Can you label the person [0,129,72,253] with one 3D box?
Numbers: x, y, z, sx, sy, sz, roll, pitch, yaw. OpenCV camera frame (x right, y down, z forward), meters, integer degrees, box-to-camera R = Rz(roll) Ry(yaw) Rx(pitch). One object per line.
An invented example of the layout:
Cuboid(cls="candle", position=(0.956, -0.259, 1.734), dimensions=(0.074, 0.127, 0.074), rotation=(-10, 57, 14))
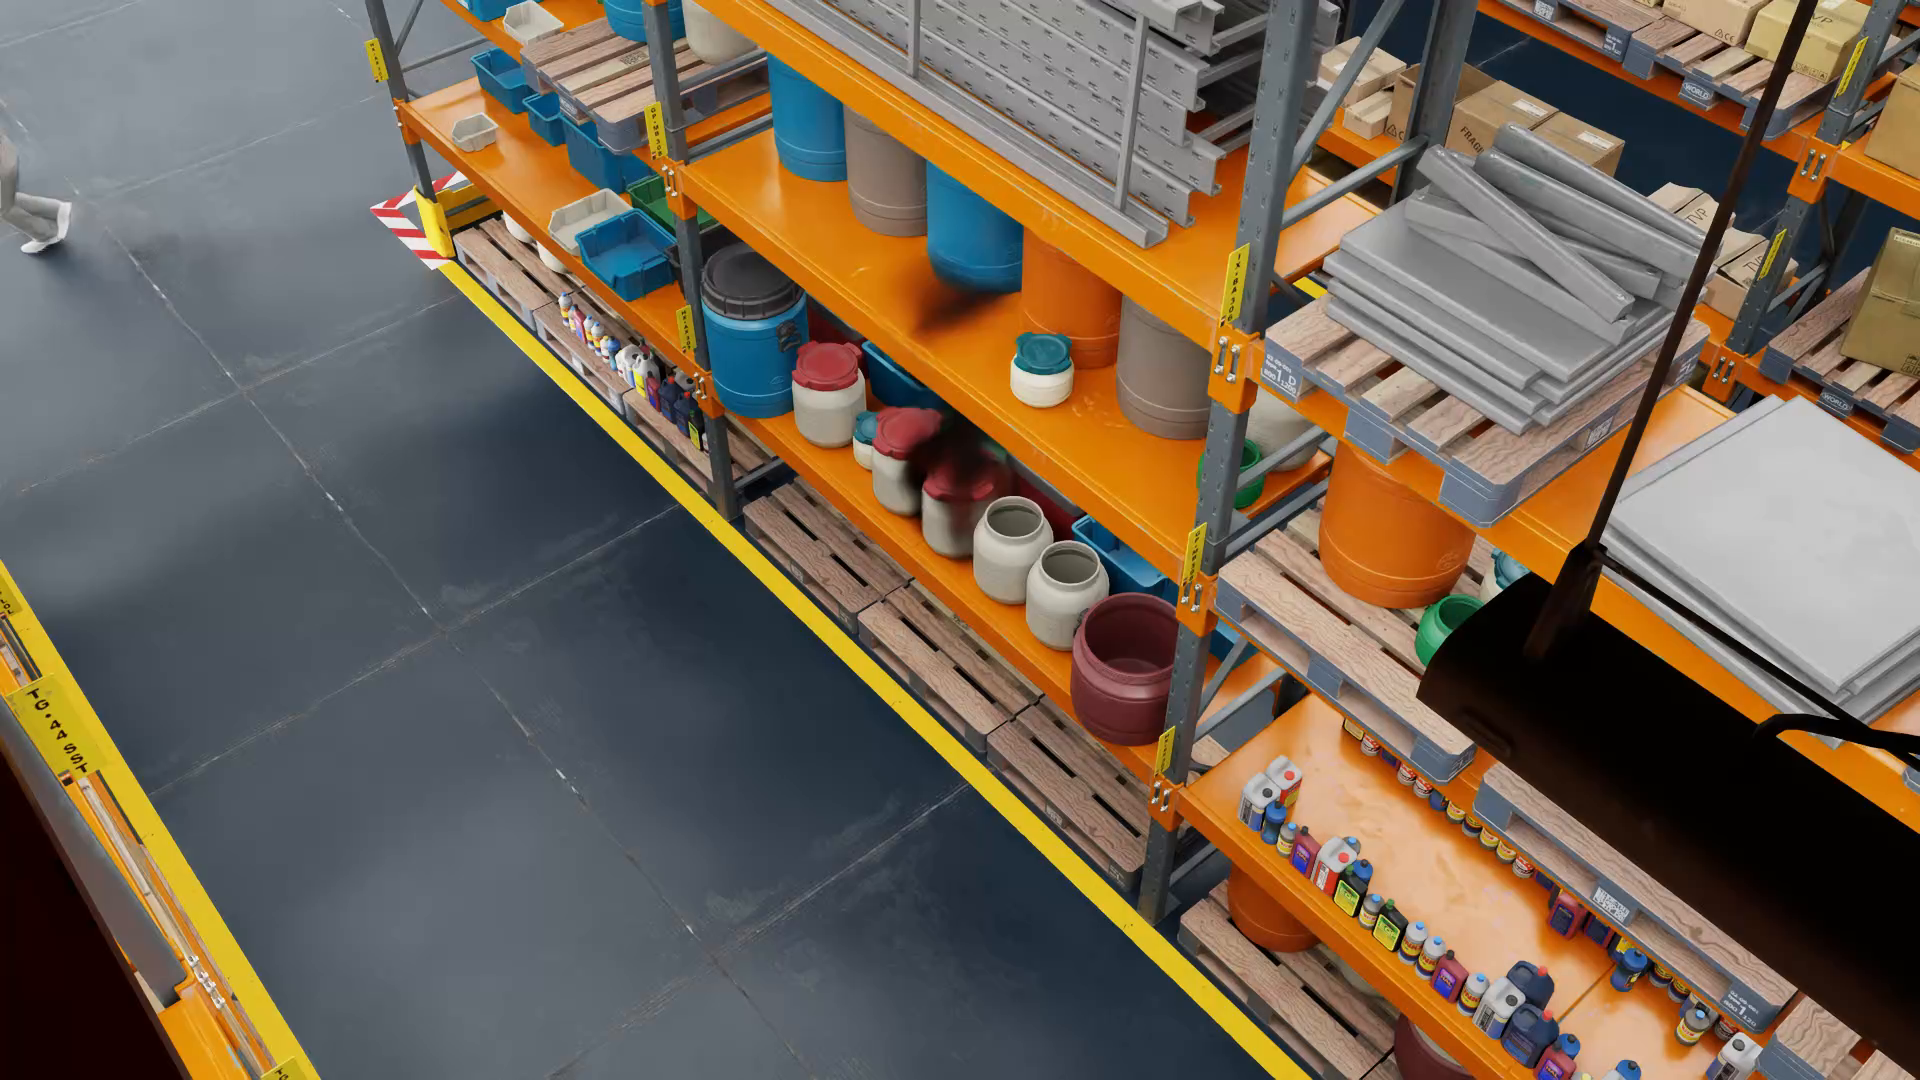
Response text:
Cuboid(cls="person", position=(-7.210, -2.869, 12.608), dimensions=(0.557, 1.606, 0.561), rotation=(-13, 48, -12))
